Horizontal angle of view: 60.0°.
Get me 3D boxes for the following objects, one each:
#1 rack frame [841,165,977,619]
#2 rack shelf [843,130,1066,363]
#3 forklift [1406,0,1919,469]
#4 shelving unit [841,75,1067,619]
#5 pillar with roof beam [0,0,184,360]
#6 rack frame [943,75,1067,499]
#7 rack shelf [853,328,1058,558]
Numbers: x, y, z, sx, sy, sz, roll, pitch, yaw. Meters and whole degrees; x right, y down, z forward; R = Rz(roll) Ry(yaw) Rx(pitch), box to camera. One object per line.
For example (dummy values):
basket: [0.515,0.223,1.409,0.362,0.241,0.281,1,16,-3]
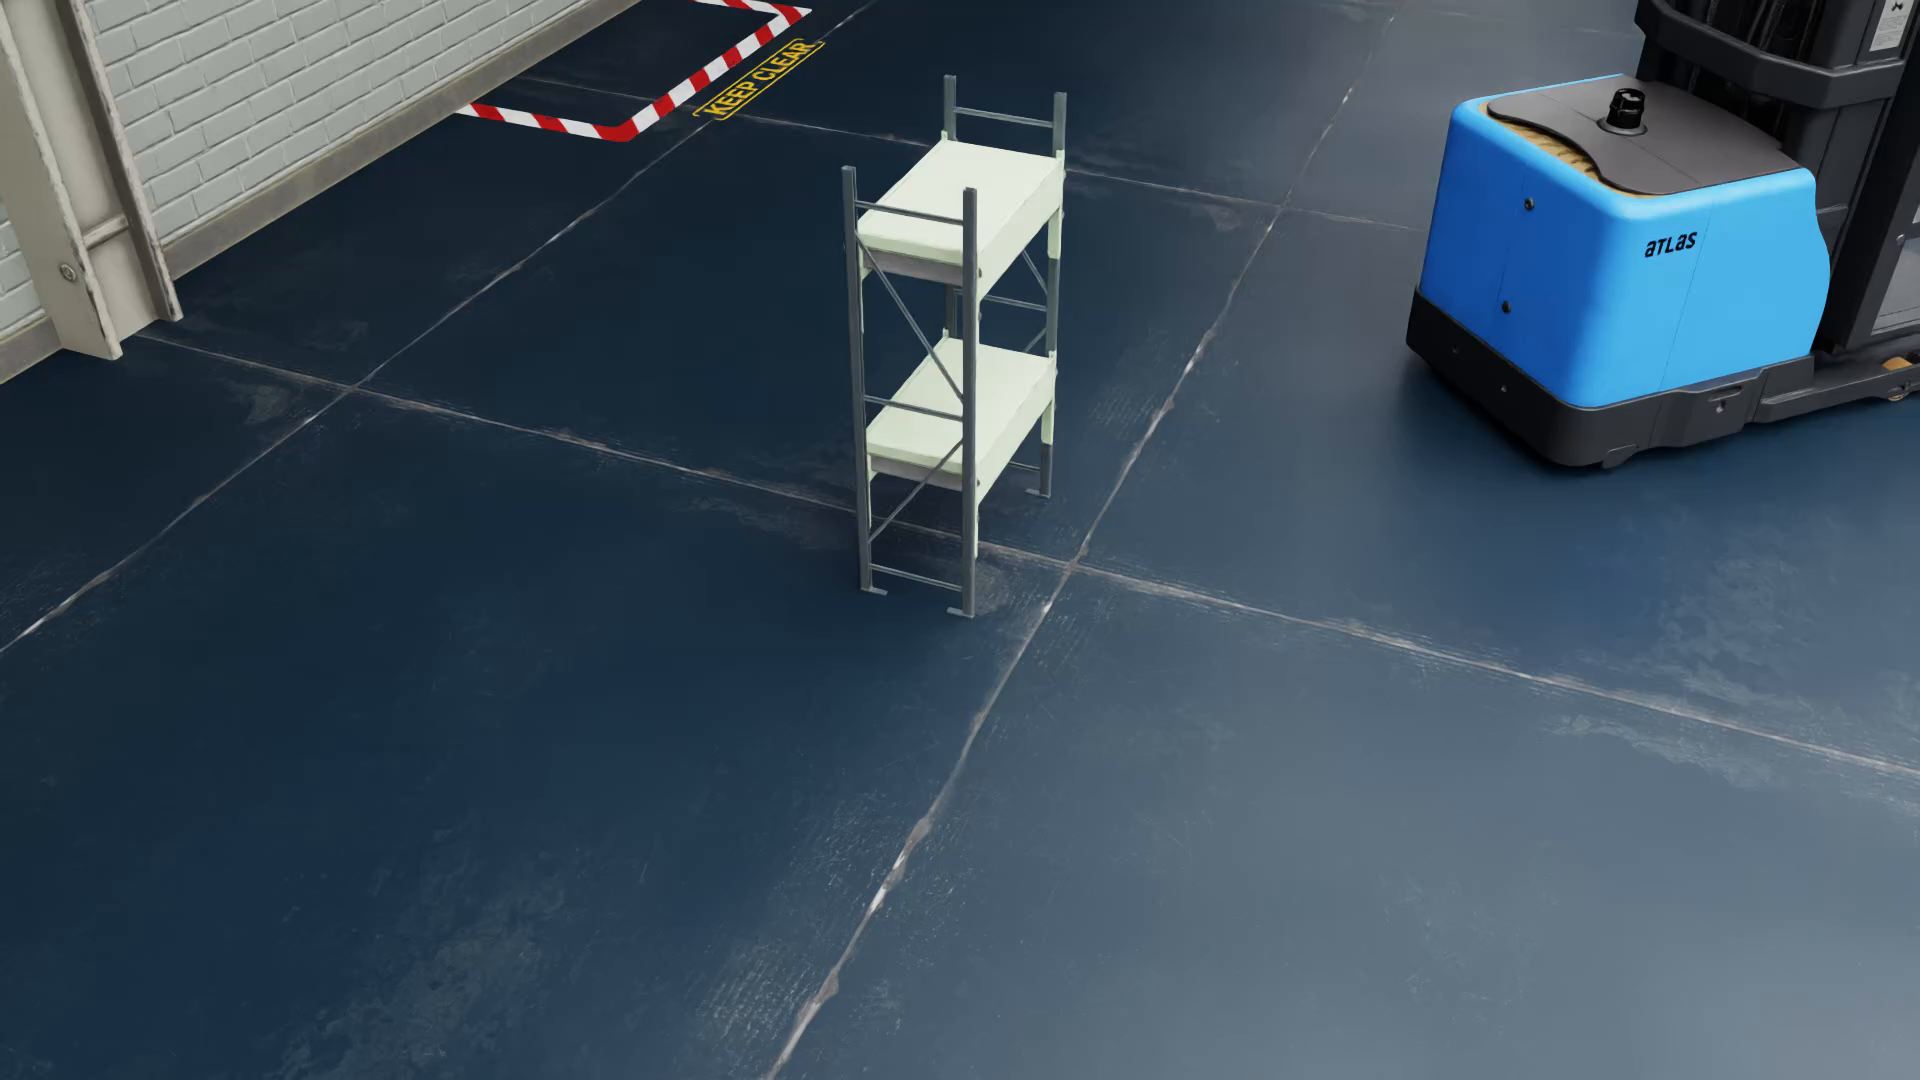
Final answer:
rack frame: [-0.142,-0.394,5.025,0.400,1.500,0.023,14,39,18]
rack shelf: [-0.003,-0.910,5.062,0.431,0.370,0.720,14,39,18]
forklift: [3.362,-1.994,5.970,3.031,2.935,1.130,-14,39,-18]
shelving unit: [-0.003,-0.597,5.296,0.431,1.500,0.755,14,39,18]
pillar with roof beam: [0.494,-3.494,2.908,9.100,9.000,0.400,14,39,18]
rack frame: [0.137,-0.800,5.567,0.400,1.500,0.023,14,39,18]
rack shelf: [-0.003,-0.336,5.491,0.431,0.370,0.720,14,39,18]
